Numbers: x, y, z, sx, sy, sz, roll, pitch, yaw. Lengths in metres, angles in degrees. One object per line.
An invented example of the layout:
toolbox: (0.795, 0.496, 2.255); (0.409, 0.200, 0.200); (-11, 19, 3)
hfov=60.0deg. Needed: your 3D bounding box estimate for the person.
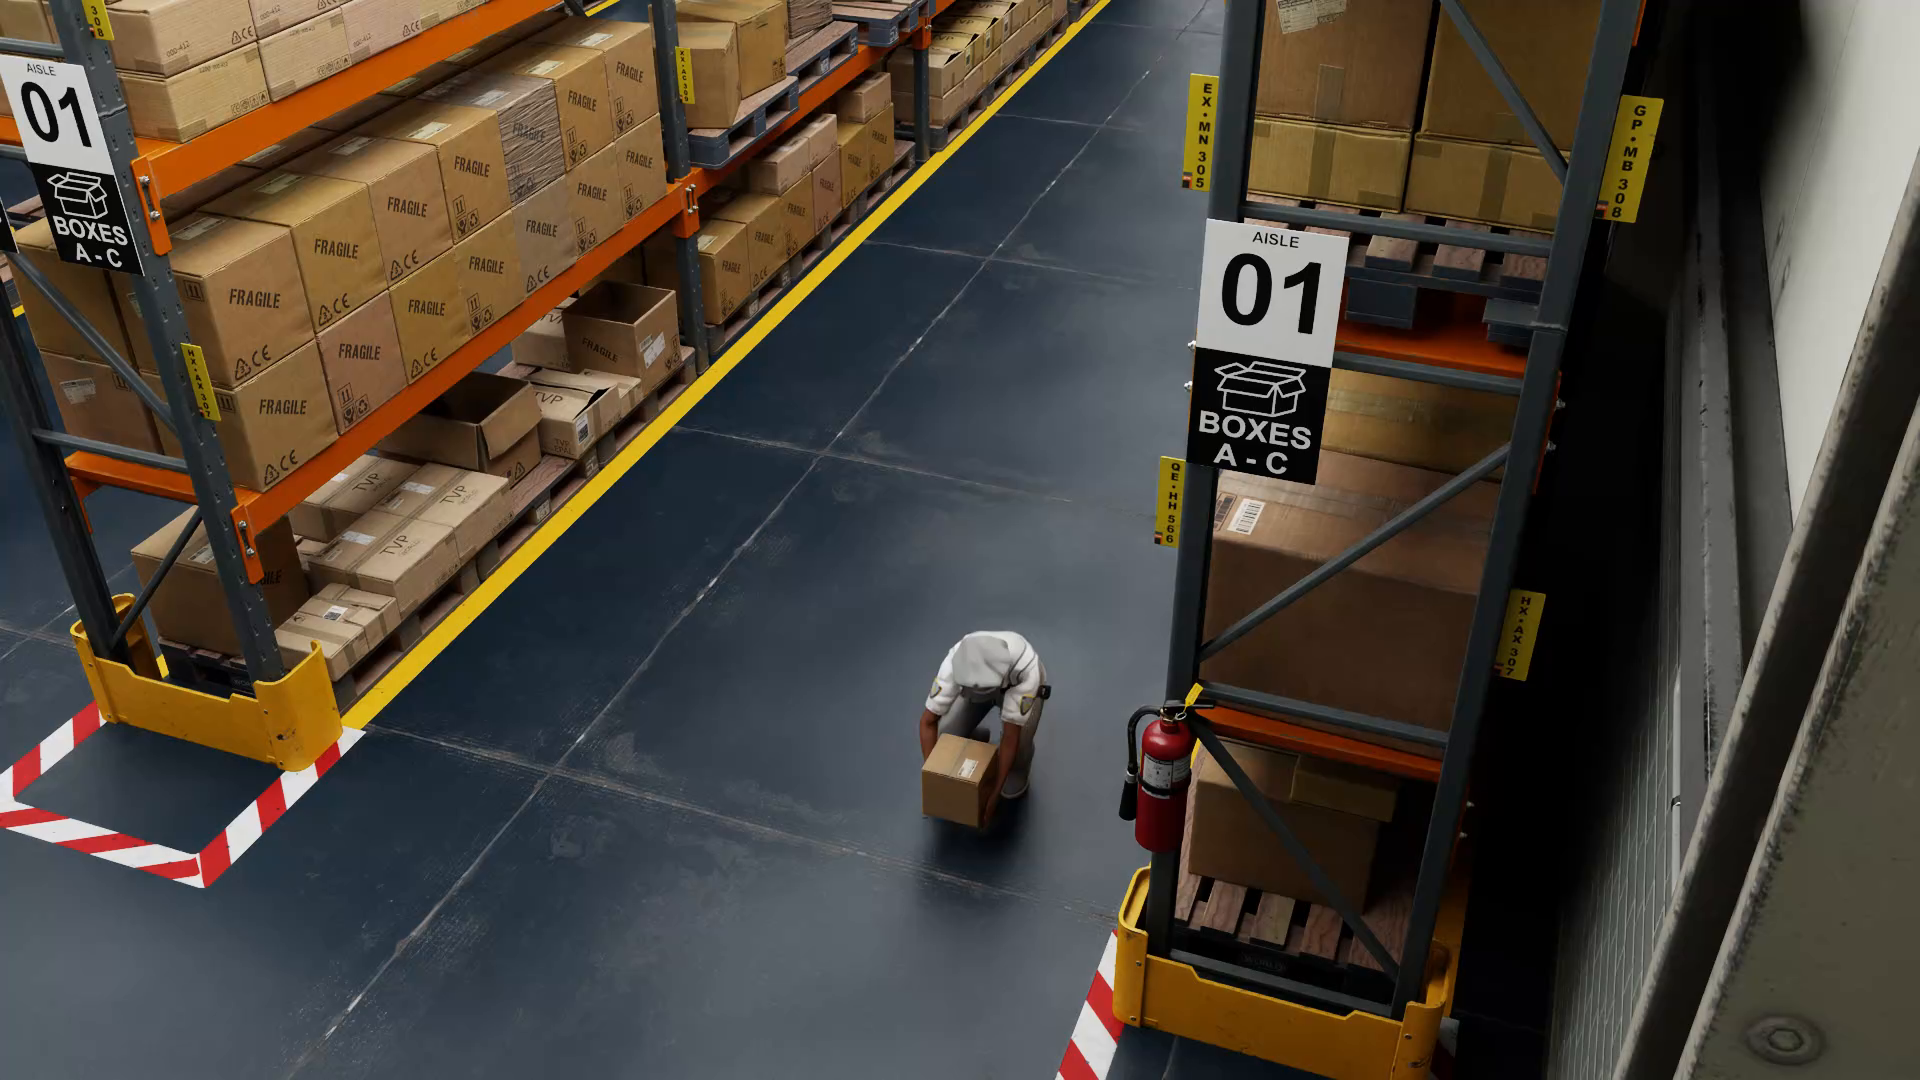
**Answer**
person: (0.111, 0.708, 7.150); (0.482, 0.959, 0.850); (11, 35, 16)
